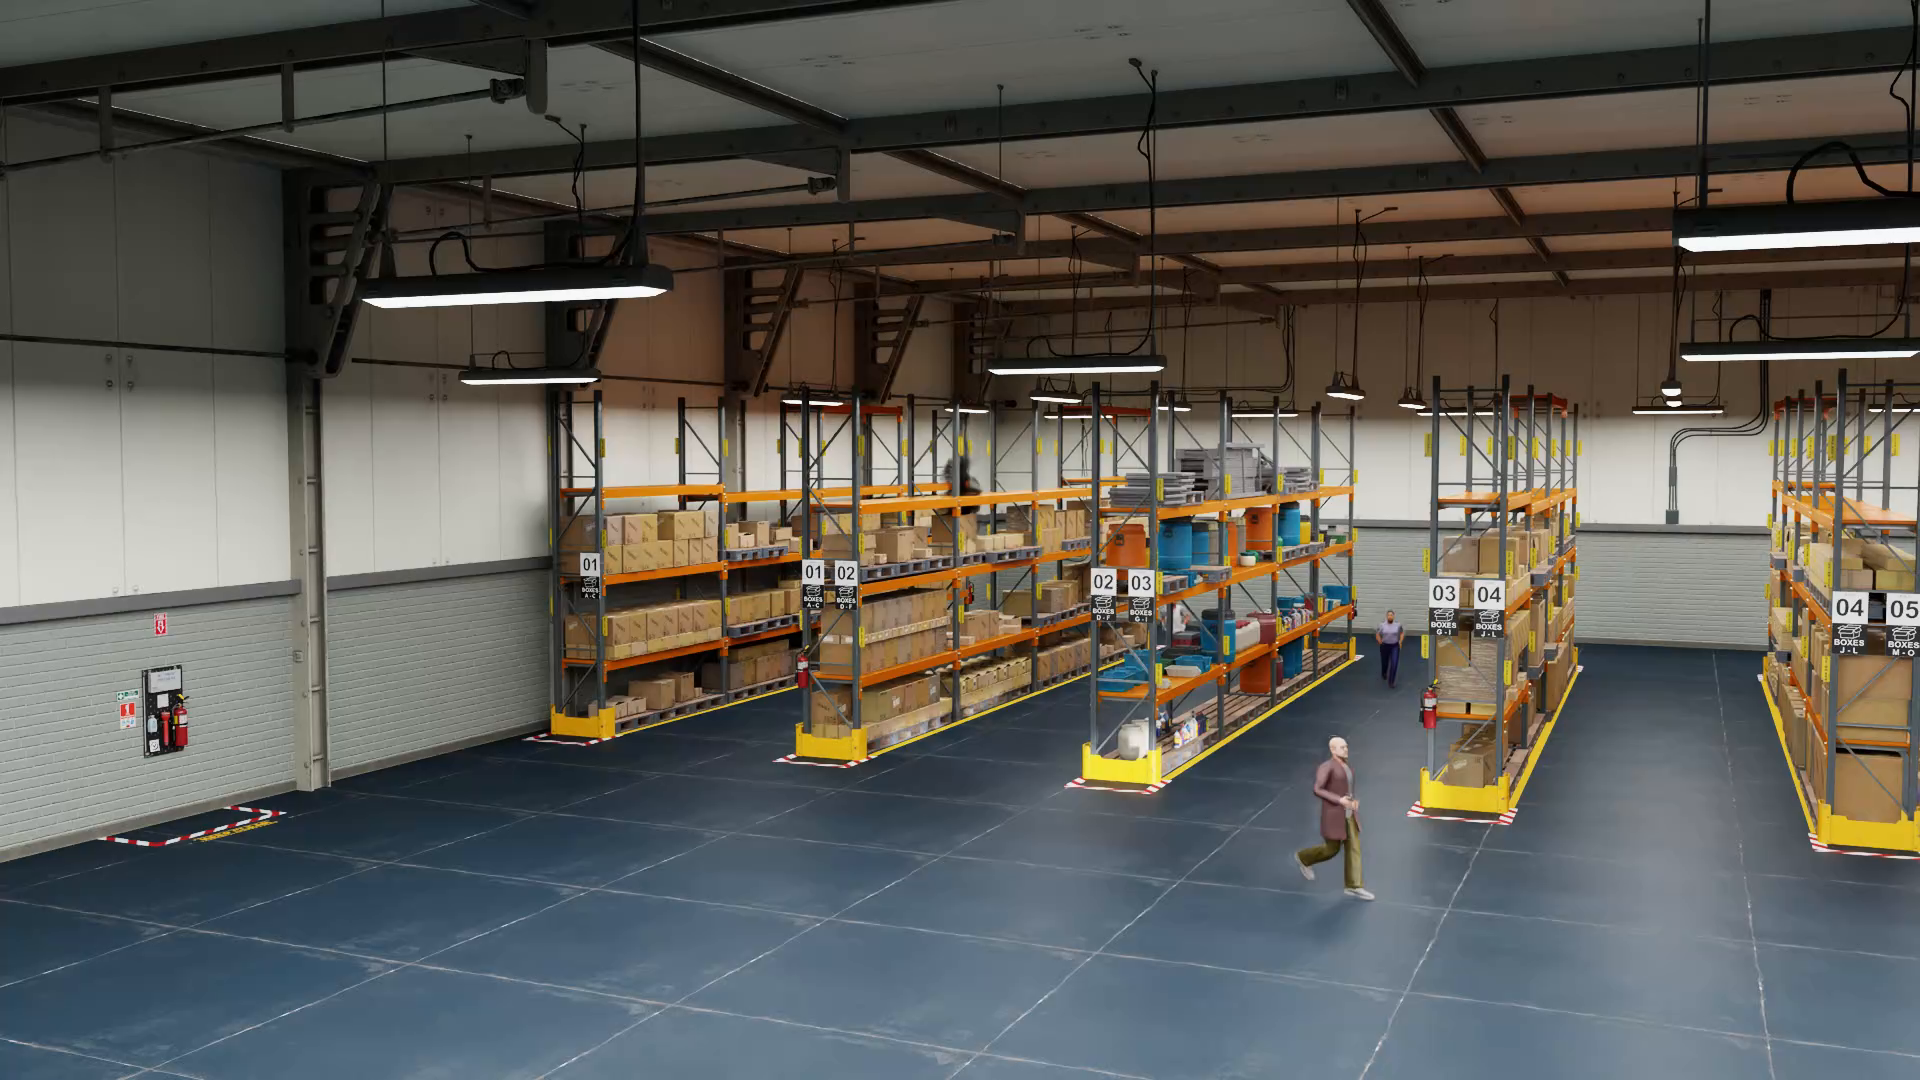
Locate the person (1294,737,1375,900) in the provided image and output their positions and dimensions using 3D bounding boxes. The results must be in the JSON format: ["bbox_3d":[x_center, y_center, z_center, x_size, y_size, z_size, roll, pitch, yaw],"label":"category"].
[{"bbox_3d":[4.212,3.086,18.647,0.709,1.767,1.018,-3,4,-41],"label":"person"}]

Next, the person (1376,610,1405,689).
[{"bbox_3d":[9.041,2.274,34.953,0.597,1.615,0.754,1,3,12],"label":"person"}]

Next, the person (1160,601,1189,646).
[{"bbox_3d":[4.763,2.061,37.143,0.629,1.754,0.575,1,3,18],"label":"person"}]
